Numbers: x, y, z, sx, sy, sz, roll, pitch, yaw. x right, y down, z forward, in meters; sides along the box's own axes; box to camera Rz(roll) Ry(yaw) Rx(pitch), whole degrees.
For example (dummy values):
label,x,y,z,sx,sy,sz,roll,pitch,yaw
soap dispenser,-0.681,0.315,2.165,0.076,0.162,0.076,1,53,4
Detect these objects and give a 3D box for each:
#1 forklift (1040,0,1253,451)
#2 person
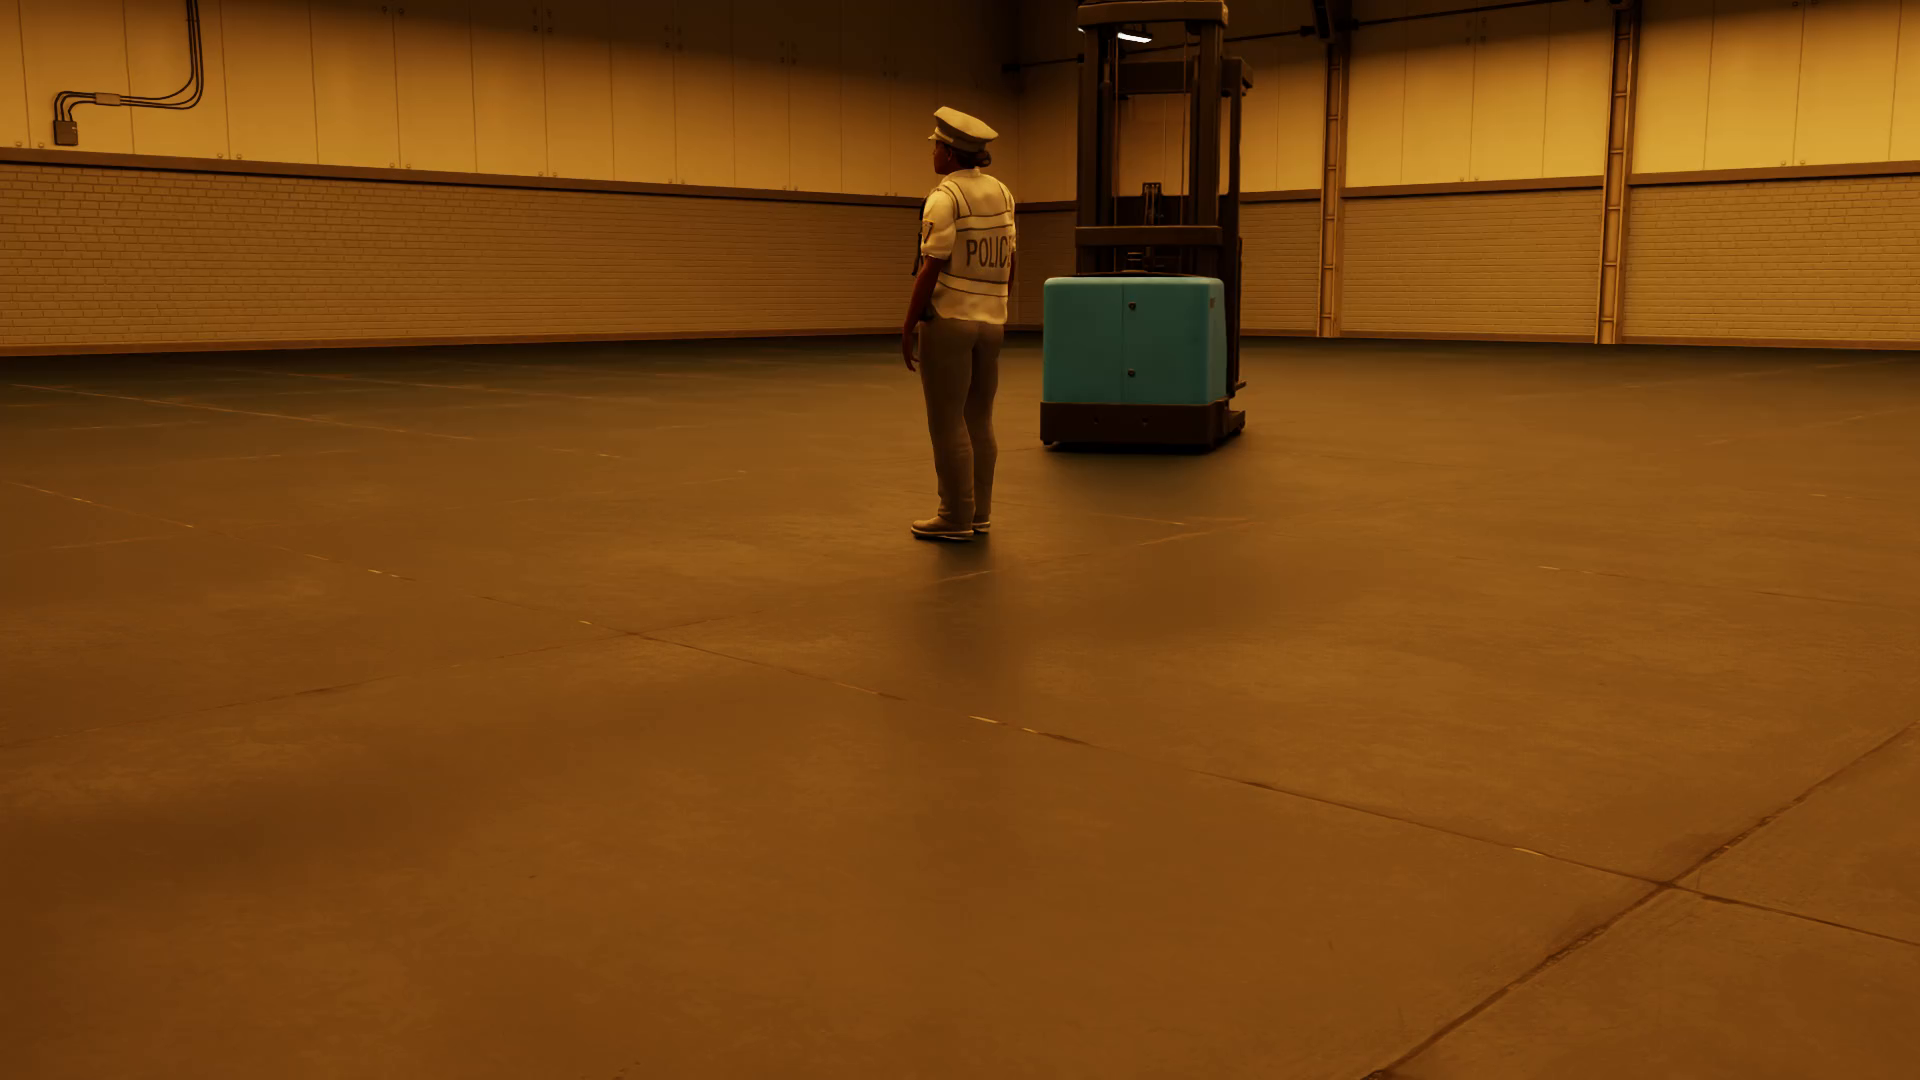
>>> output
label,x,y,z,sx,sy,sz,roll,pitch,yaw
forklift,1.391,-2.187,11.396,1.130,2.935,3.031,2,9,16
person,-0.040,-0.855,6.656,0.530,1.695,0.569,8,12,43
